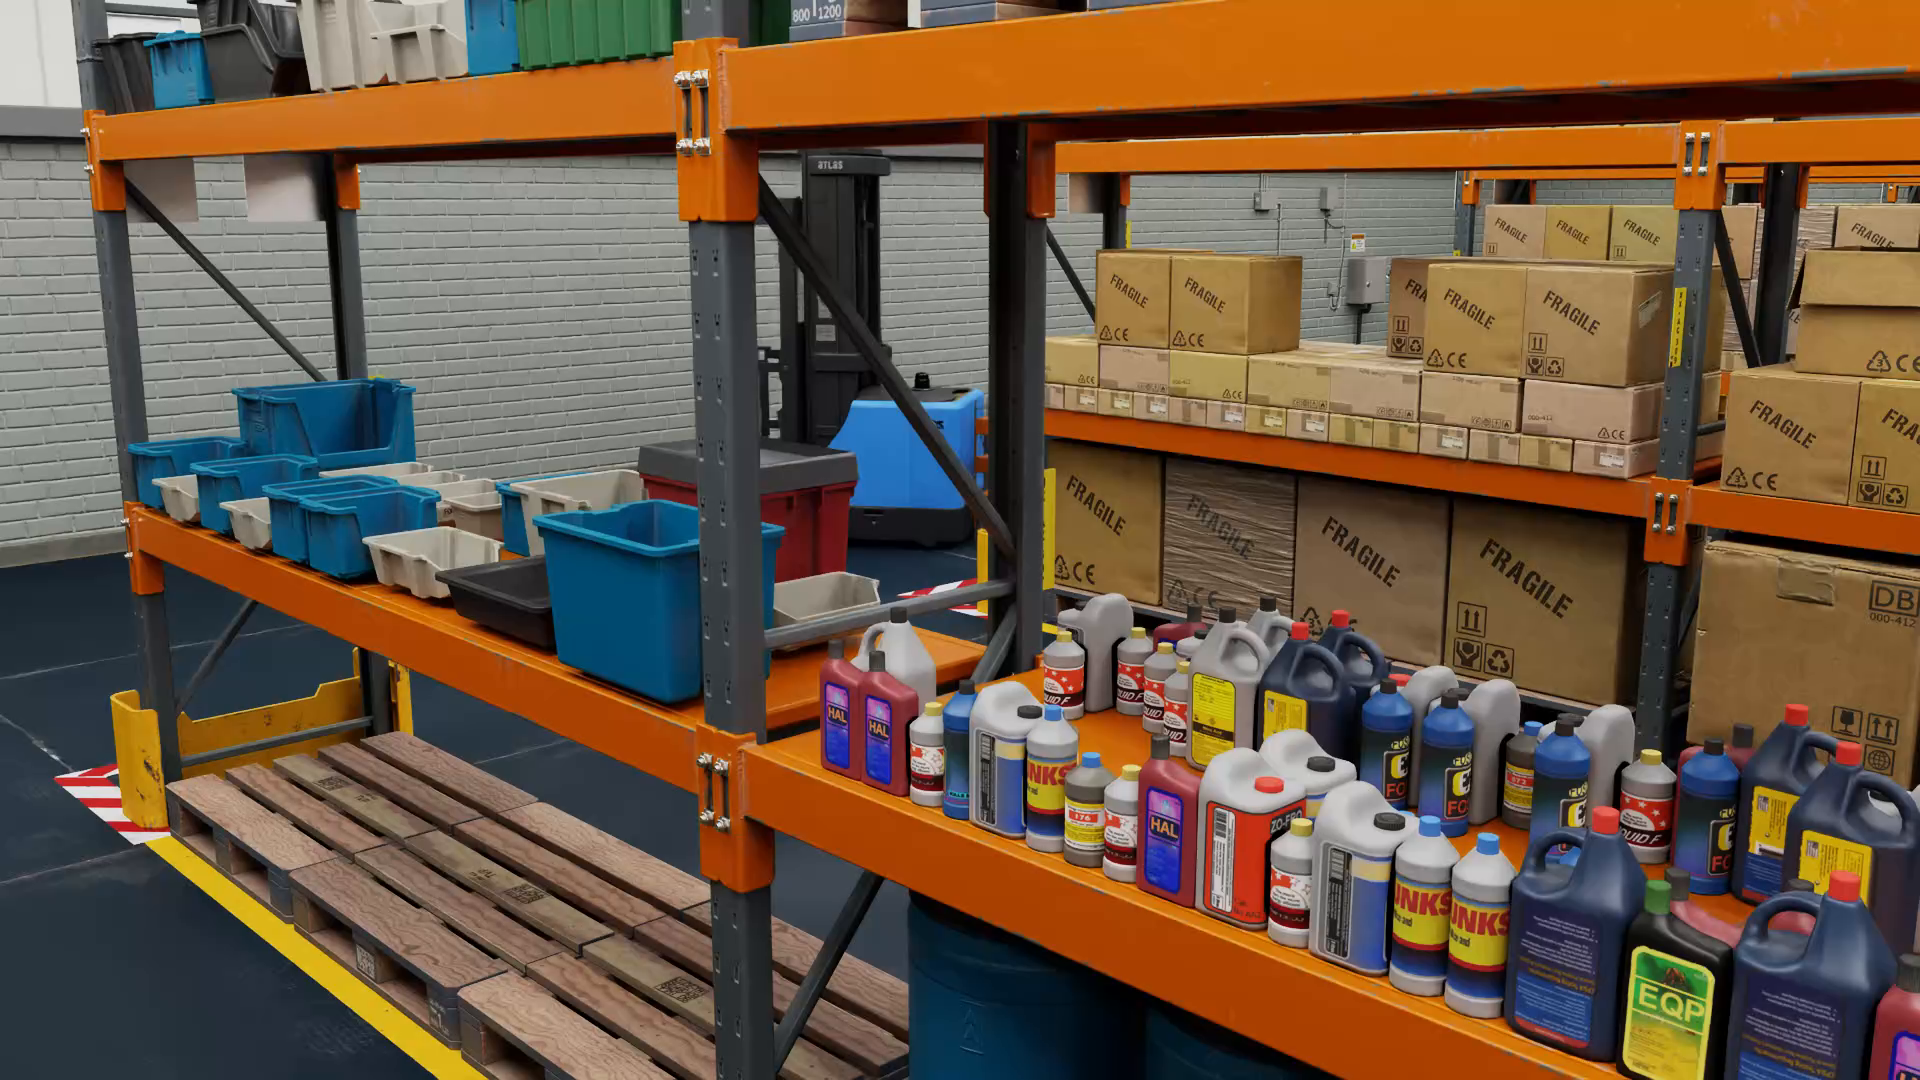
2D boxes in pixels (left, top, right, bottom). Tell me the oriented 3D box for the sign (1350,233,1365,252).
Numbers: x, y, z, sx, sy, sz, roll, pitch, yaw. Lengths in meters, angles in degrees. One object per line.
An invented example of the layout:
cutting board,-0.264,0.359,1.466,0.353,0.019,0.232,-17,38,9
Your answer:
sign,5.330,-3.986,22.278,0.339,0.242,0.001,-11,16,-43

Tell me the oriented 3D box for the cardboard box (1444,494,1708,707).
cardboard box,3.001,0.224,8.113,0.875,0.875,0.875,-11,16,-43

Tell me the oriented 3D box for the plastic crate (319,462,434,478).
plastic crate,-2.251,-0.203,6.468,0.396,0.136,0.243,-11,16,-43

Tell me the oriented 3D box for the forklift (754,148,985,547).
forklift,-1.375,-1.510,12.476,3.031,2.935,1.130,2,12,11

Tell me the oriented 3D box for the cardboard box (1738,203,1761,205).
cardboard box,7.849,-3.234,16.341,0.380,0.149,0.250,-10,16,-41

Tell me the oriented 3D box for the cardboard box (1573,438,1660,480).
cardboard box,2.952,-0.379,7.439,0.380,0.149,0.250,-11,16,-42

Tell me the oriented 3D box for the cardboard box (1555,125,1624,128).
cardboard box,4.780,-2.980,12.382,0.500,0.250,0.500,-10,15,-41

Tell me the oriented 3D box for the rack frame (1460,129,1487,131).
rack frame,4.294,-4.702,12.931,1.000,3.000,0.127,-11,16,-43

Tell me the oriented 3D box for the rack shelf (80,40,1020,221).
rack shelf,-1.564,-1.222,5.256,1.077,0.370,4.000,-11,16,-43

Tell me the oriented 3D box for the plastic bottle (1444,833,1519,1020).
plastic bottle,0.788,0.575,2.507,0.097,0.271,0.097,0,12,0

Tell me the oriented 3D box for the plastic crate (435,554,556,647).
plastic crate,-1.150,0.167,4.702,0.437,0.125,0.590,-11,16,-43

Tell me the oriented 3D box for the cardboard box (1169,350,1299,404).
cardboard box,1.481,-0.903,8.993,0.500,0.250,0.500,11,16,43

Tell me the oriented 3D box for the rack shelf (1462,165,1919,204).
rack shelf,5.675,-2.588,11.889,1.077,0.370,4.000,-11,16,-43

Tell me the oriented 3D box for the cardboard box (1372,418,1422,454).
cardboard box,2.241,-0.529,8.168,0.380,0.149,0.250,-11,16,-42

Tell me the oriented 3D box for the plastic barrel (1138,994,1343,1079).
plastic barrel,0.669,1.194,3.340,0.600,0.901,0.708,-11,16,-43

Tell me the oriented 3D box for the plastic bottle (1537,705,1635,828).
plastic bottle,1.177,0.441,3.146,0.152,0.276,0.135,-11,16,-43

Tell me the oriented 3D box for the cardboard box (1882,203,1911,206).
cardboard box,8.734,-3.042,15.412,0.380,0.149,0.250,-11,16,-42

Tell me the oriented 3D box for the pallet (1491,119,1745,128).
pallet,2.842,-2.050,7.712,1.003,0.211,1.213,-11,16,-43

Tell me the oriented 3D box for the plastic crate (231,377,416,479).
plastic crate,-2.579,-0.420,6.782,0.616,0.435,0.499,-11,16,-43

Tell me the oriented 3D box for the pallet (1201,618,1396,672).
pallet,2.084,0.563,9.157,1.003,0.211,1.213,-11,16,-43

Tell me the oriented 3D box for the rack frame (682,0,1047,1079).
rack frame,-0.181,0.187,4.072,0.949,2.616,0.053,-11,16,-43

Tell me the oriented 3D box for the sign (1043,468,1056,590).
sign,0.216,-0.025,4.412,0.100,0.325,0.005,-11,16,-43

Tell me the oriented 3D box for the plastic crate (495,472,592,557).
plastic crate,-1.342,-0.080,5.632,0.416,0.233,0.300,-11,16,-43

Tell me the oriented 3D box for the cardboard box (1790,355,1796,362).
cardboard box,5.922,-1.212,11.482,0.250,0.149,0.380,11,16,43

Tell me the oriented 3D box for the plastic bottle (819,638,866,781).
plastic bottle,-0.238,0.357,3.533,0.061,0.283,0.133,-11,16,-43

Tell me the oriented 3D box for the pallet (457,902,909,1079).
pallet,-0.719,1.451,4.845,1.003,0.211,1.213,-11,16,-43

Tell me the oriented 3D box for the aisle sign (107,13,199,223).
aisle sign,-3.210,-1.639,6.491,0.394,0.787,0.004,-11,16,-43

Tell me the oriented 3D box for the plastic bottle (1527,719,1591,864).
plastic bottle,1.099,0.463,3.049,0.097,0.271,0.097,0,12,0

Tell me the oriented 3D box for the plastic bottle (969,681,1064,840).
plastic bottle,0.114,0.422,3.237,0.152,0.276,0.135,-11,16,-43

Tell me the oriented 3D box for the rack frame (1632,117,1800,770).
rack frame,3.399,-0.503,7.419,1.000,3.000,0.127,-11,16,-43

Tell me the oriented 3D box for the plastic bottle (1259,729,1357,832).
plastic bottle,0.610,0.483,2.943,0.152,0.276,0.135,-11,16,-43

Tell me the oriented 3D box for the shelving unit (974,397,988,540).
shelving unit,0.267,-0.518,12.325,0.252,1.050,0.215,7,14,31

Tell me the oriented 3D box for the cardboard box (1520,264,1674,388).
cardboard box,2.888,-0.972,7.474,0.500,0.500,0.500,-10,15,-41

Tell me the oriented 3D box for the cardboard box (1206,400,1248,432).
cardboard box,1.533,-0.679,8.894,0.380,0.149,0.250,-11,16,-43

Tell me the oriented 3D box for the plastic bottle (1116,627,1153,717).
plastic bottle,0.423,0.310,3.965,0.097,0.201,0.097,0,12,0

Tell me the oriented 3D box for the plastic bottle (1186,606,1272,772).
plastic bottle,0.584,0.320,3.547,0.144,0.351,0.185,-11,16,-43

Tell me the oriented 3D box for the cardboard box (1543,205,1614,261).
cardboard box,4.765,-2.272,12.544,0.500,0.500,0.500,-10,15,-41

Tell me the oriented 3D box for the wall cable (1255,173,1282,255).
wall cable,3.893,-3.800,20.829,0.585,1.953,0.123,-11,16,-43

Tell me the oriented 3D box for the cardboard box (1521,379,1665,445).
cardboard box,2.904,-0.603,7.540,0.500,0.250,0.500,-11,16,-44

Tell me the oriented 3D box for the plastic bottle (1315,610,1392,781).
plastic bottle,0.816,0.327,3.514,0.144,0.351,0.185,-11,16,-43

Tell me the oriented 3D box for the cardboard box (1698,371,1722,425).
cardboard box,3.264,-0.680,7.915,0.500,0.250,0.500,-11,16,-44

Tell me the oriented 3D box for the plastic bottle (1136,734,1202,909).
plastic bottle,0.375,0.487,2.904,0.061,0.283,0.133,-11,16,-43

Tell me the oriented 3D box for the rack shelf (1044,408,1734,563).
rack shelf,2.018,-0.443,8.909,1.077,0.370,4.000,-11,16,-43

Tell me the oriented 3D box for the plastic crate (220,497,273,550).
plastic crate,-2.383,-0.058,5.762,0.250,0.136,0.298,-11,16,-43

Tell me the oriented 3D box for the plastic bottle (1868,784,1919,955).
plastic bottle,1.556,0.521,2.756,0.152,0.276,0.135,-11,16,-43

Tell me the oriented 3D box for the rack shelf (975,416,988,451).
rack shelf,0.267,-0.786,12.270,0.240,0.259,0.215,7,14,31

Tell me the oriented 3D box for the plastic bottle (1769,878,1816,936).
plastic bottle,1.179,0.615,2.284,0.061,0.283,0.133,-11,16,-43

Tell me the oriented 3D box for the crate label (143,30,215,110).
crate label,-2.542,-1.613,5.743,0.408,0.251,0.502,-11,16,-43

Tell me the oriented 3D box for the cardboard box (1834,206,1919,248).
cardboard box,6.175,-1.969,11.074,0.500,0.500,0.500,11,16,43

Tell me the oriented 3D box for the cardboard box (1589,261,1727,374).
cardboard box,3.253,-1.048,7.841,0.500,0.500,0.500,-11,16,-43

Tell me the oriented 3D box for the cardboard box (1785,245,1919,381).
cardboard box,3.846,-0.951,6.861,0.637,0.503,0.797,11,16,44

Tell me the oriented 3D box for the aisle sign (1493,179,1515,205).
aisle sign,4.460,-3.089,13.528,0.394,0.787,0.004,-11,16,-43

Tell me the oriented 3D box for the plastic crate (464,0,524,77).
plastic crate,-1.043,-1.288,4.213,0.416,0.233,0.300,-11,16,-43

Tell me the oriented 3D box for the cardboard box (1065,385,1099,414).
cardboard box,0.821,-0.829,9.623,0.380,0.149,0.250,-11,16,-43
